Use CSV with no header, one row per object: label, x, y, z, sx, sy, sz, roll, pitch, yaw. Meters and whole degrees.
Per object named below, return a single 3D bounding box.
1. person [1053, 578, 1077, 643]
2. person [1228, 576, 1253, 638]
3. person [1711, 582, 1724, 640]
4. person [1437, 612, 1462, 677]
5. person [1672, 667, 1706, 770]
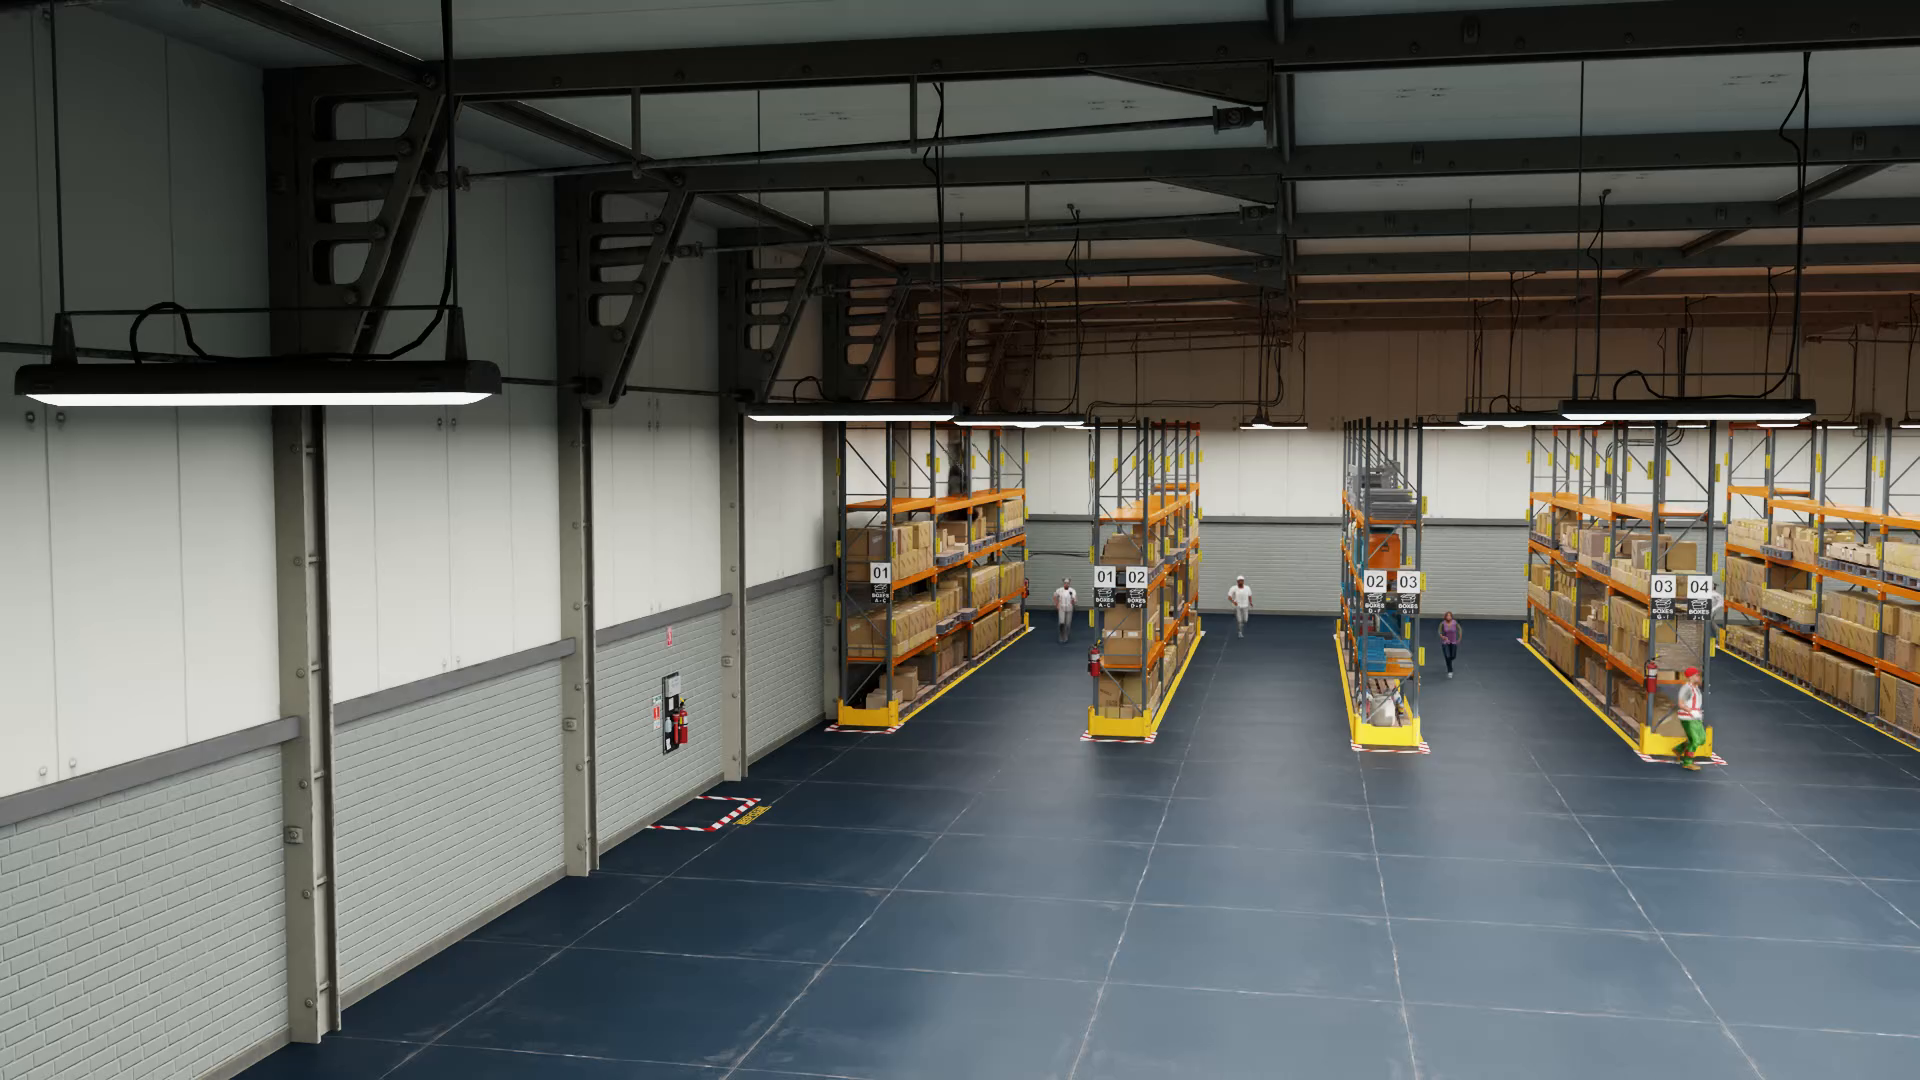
person,2.873,1.926,45.169,0.633,1.814,0.717,0,4,-3
person,7.830,1.858,46.423,0.703,1.723,0.587,0,4,-6
person,20.368,1.958,45.055,0.775,1.734,0.635,0,4,4
person,11.472,2.444,38.950,0.578,1.545,0.635,0,4,7
person,12.339,3.020,28.173,0.597,1.745,0.663,4,5,43
